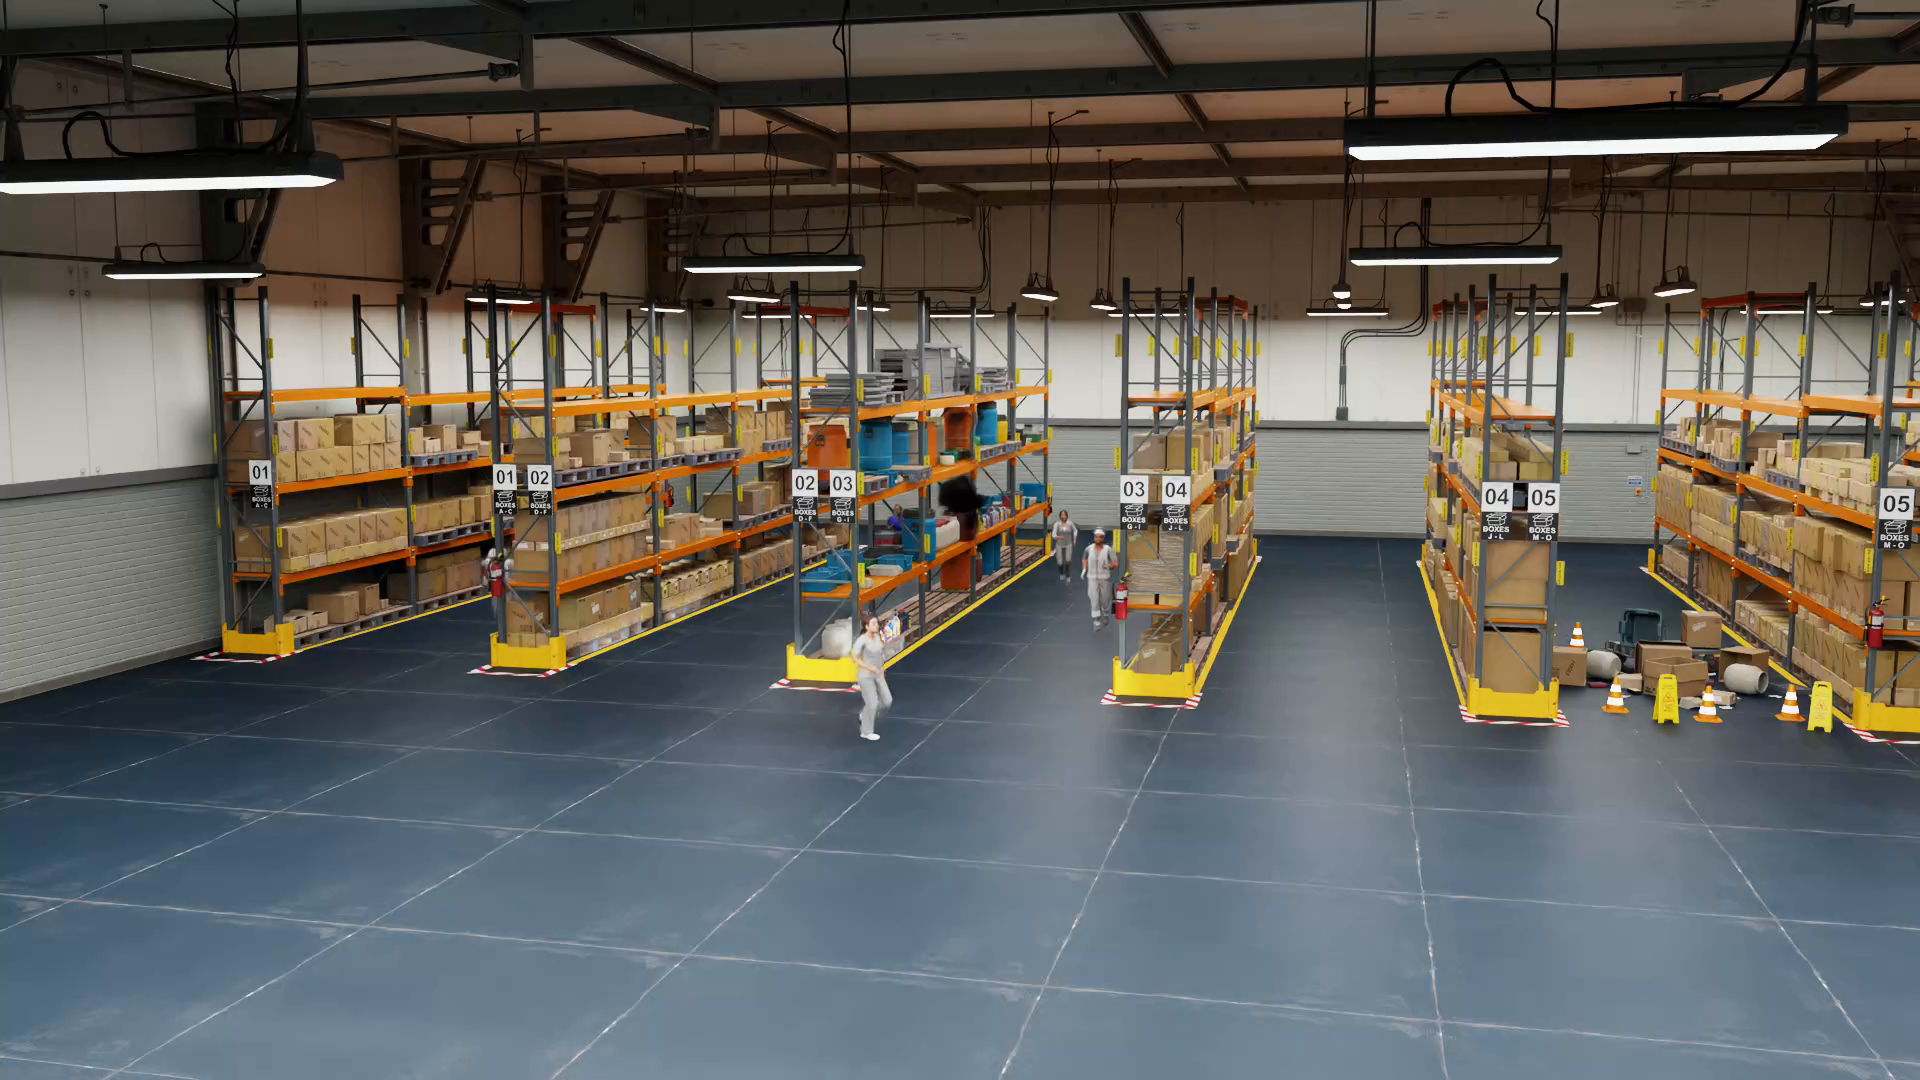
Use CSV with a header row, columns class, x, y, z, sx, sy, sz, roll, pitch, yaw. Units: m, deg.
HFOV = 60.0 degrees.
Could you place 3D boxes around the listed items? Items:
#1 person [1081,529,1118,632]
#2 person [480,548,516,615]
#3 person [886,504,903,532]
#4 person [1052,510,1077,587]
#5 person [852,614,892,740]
class,x,y,z,sx,sy,sz,roll,pitch,yaw
person,2.440,0.688,29.097,0.660,1.765,0.873,1,7,13
person,-8.018,0.899,28.913,0.716,1.591,0.823,1,7,6
person,-1.316,-0.014,36.649,0.558,1.590,0.868,2,7,15
person,2.132,0.175,33.925,0.509,1.540,0.663,1,7,6
person,-1.140,1.755,21.255,0.553,1.631,0.567,6,9,41
